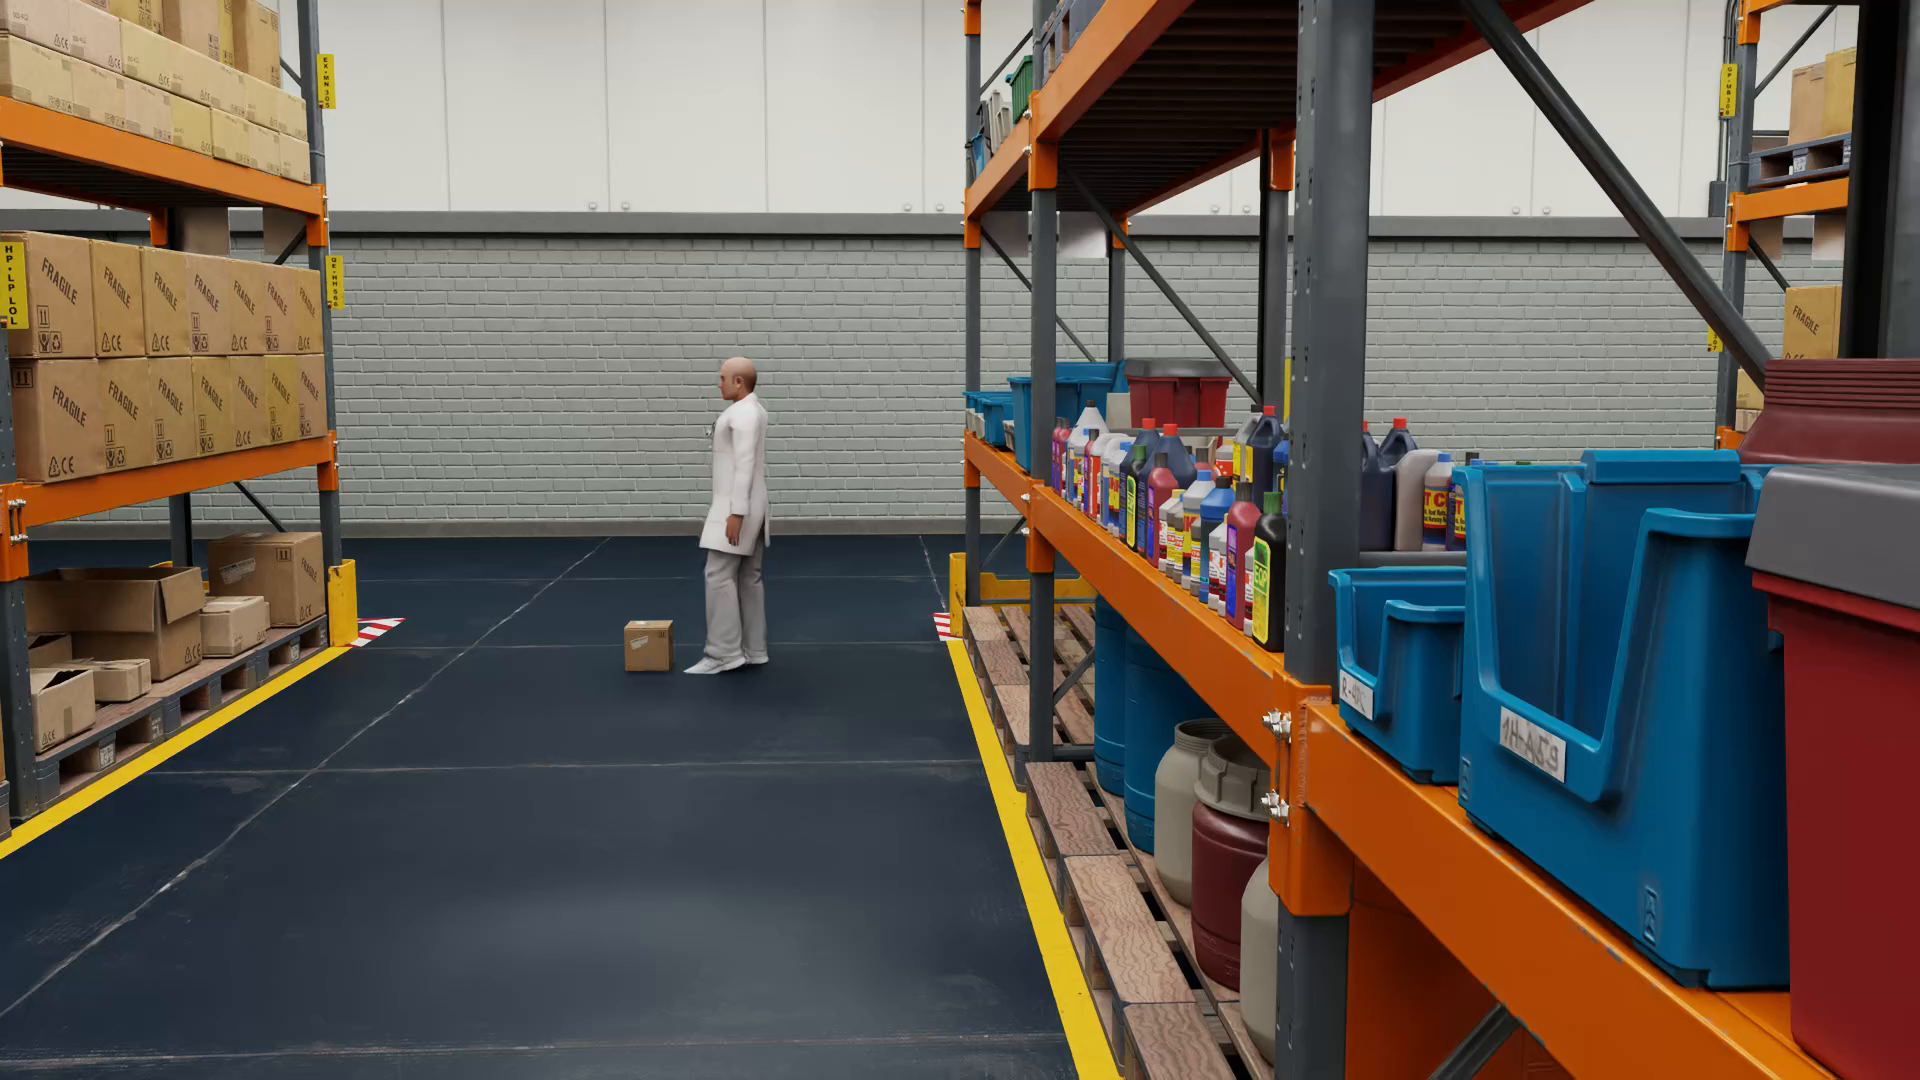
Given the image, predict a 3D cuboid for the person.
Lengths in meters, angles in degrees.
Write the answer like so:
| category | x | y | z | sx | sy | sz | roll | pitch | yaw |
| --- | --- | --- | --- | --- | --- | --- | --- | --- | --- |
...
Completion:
| category | x | y | z | sx | sy | sz | roll | pitch | yaw |
| --- | --- | --- | --- | --- | --- | --- | --- | --- | --- |
| person | -1.339 | -0.137 | 9.592 | 0.467 | 1.830 | 0.643 | 1 | 7 | 4 |
